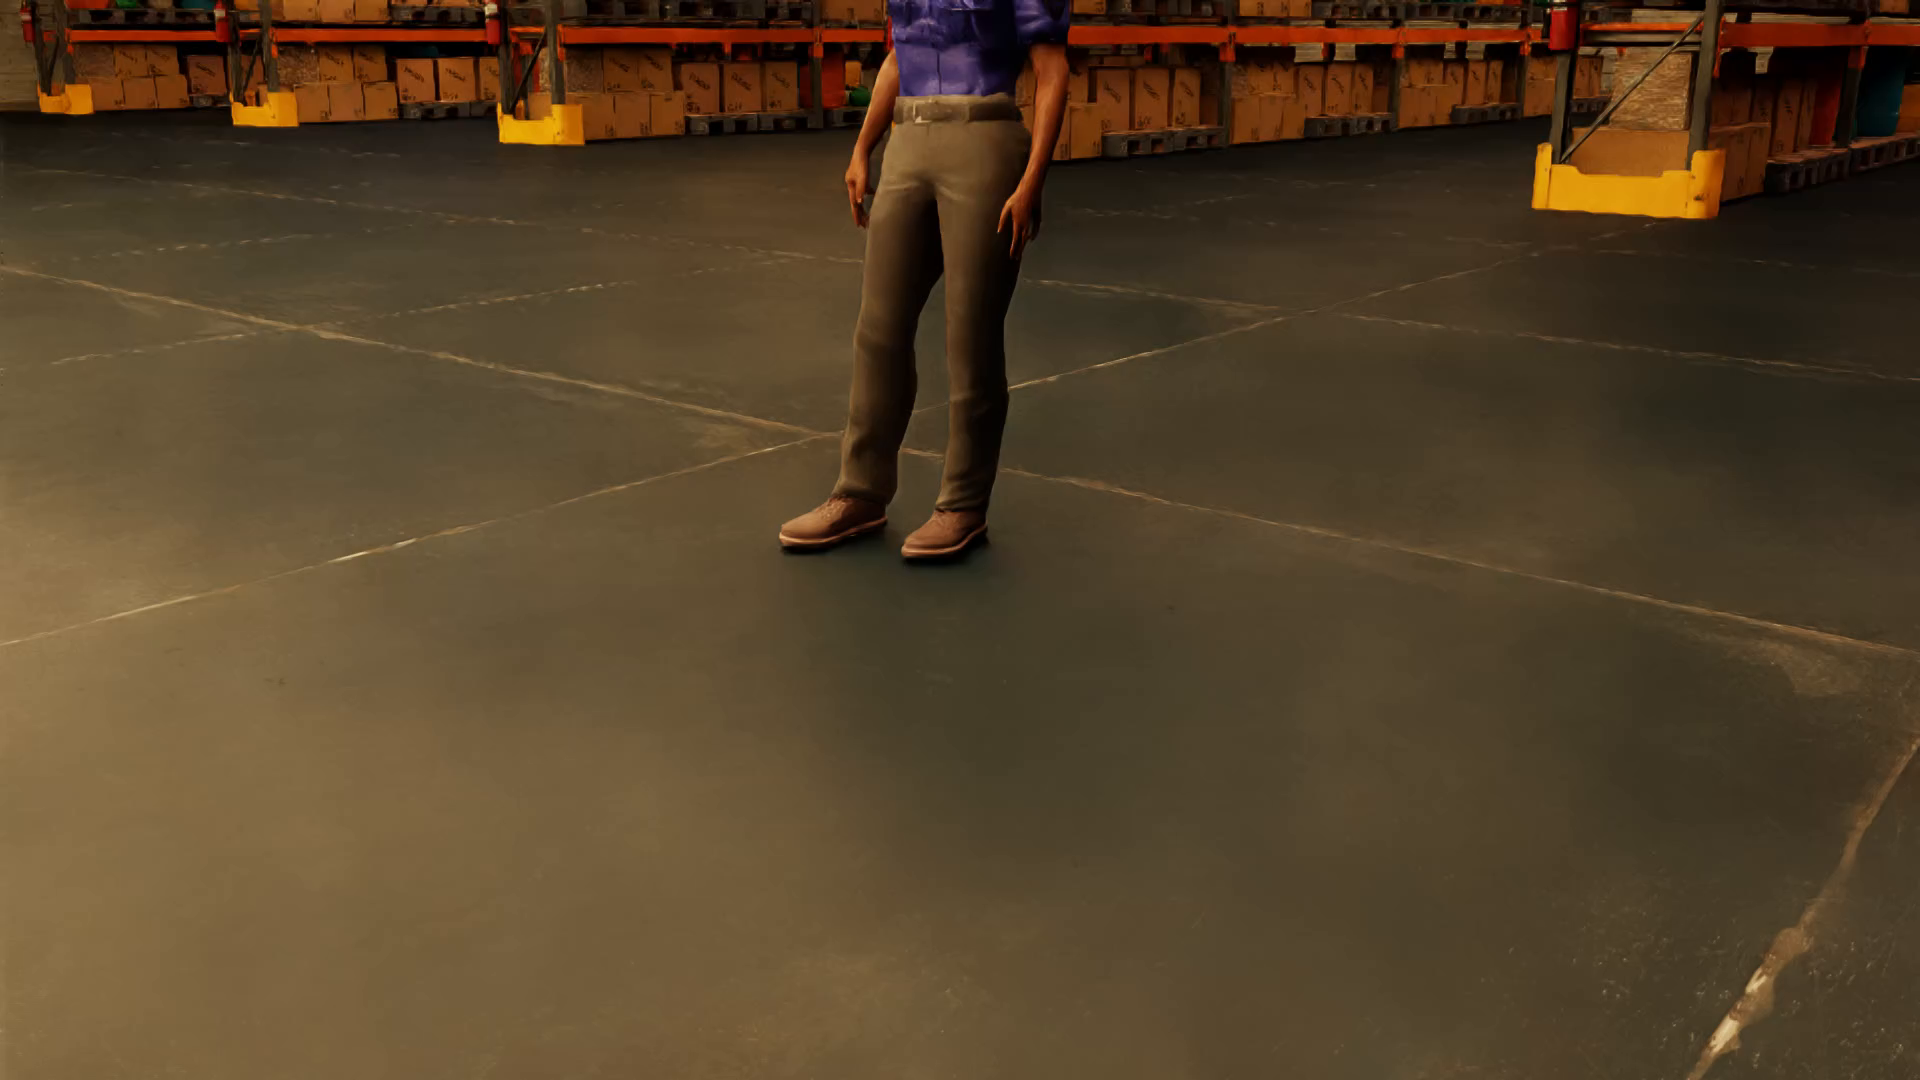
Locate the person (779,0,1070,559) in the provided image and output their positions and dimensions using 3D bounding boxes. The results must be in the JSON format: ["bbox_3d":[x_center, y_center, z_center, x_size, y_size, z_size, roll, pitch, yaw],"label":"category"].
[{"bbox_3d":[-0.071,-0.783,3.647,0.570,1.654,0.503,13,21,37],"label":"person"}]
